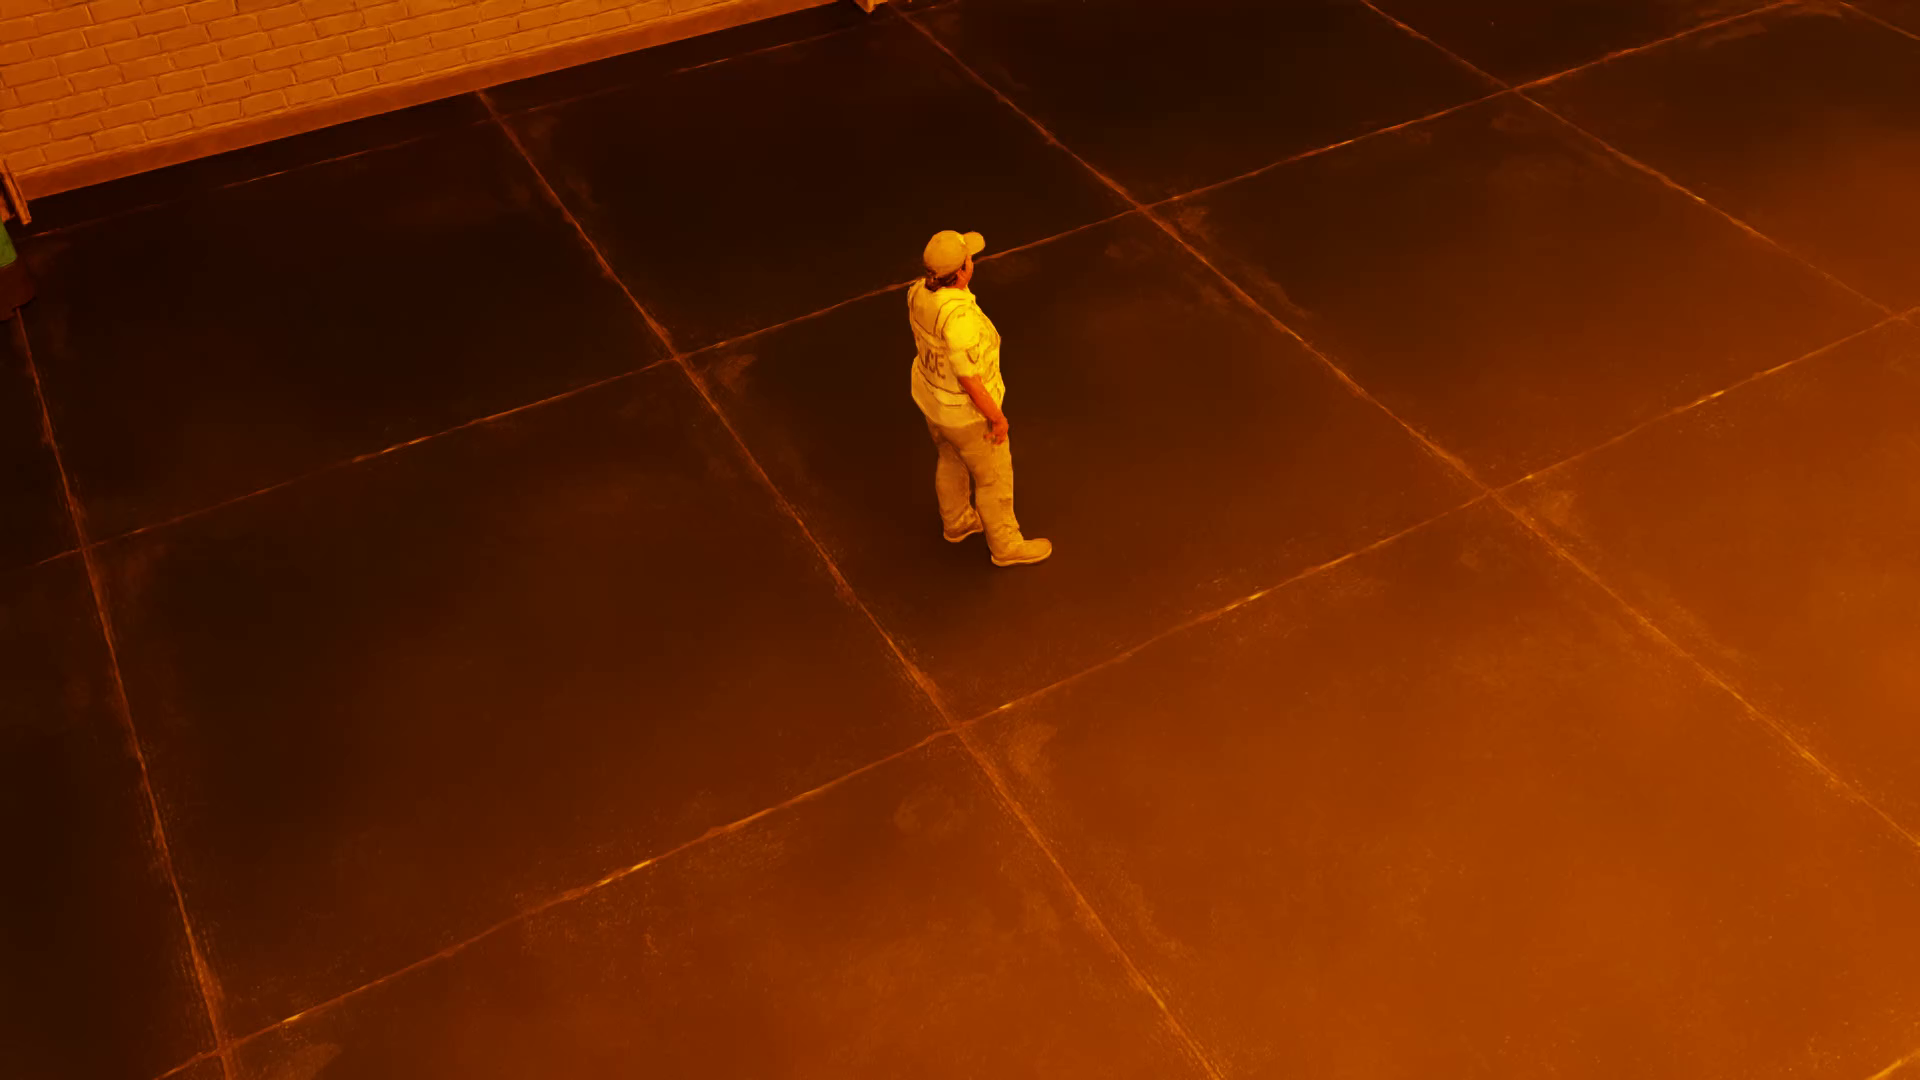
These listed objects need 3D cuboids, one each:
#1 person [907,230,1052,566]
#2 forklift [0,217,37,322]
[{"bbox_3d":[0.078,-0.629,7.295,0.529,1.669,0.598,-21,47,-21],"label":"person"},{"bbox_3d":[-6.452,-1.825,7.665,1.130,2.935,3.031,30,50,28],"label":"forklift"}]
